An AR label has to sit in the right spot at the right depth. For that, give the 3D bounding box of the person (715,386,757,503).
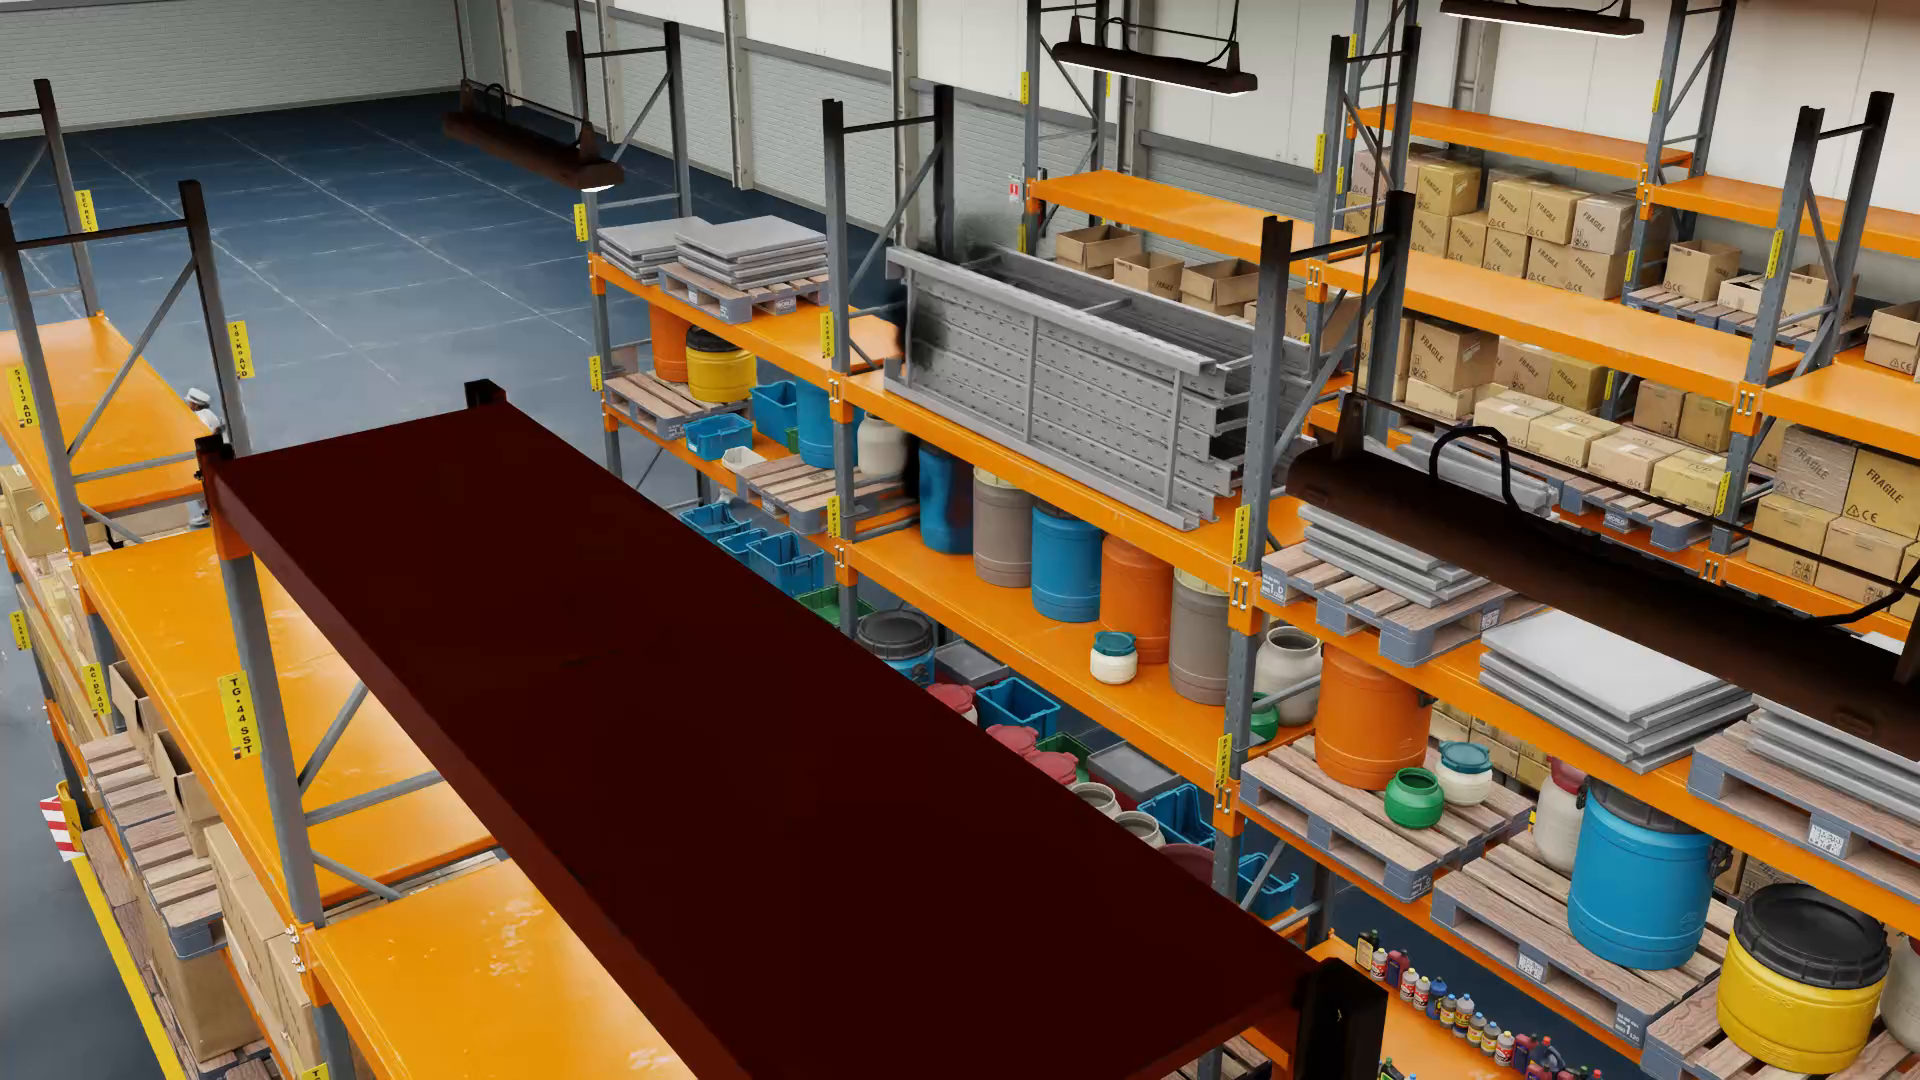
[{"bbox_3d":[-2.601,-1.286,19.644,0.814,1.844,0.687,-4,25,-9],"label":"person"}]

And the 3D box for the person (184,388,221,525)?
[{"bbox_3d":[-8.633,-0.958,19.093,0.681,1.645,0.581,-5,25,-11],"label":"person"}]
